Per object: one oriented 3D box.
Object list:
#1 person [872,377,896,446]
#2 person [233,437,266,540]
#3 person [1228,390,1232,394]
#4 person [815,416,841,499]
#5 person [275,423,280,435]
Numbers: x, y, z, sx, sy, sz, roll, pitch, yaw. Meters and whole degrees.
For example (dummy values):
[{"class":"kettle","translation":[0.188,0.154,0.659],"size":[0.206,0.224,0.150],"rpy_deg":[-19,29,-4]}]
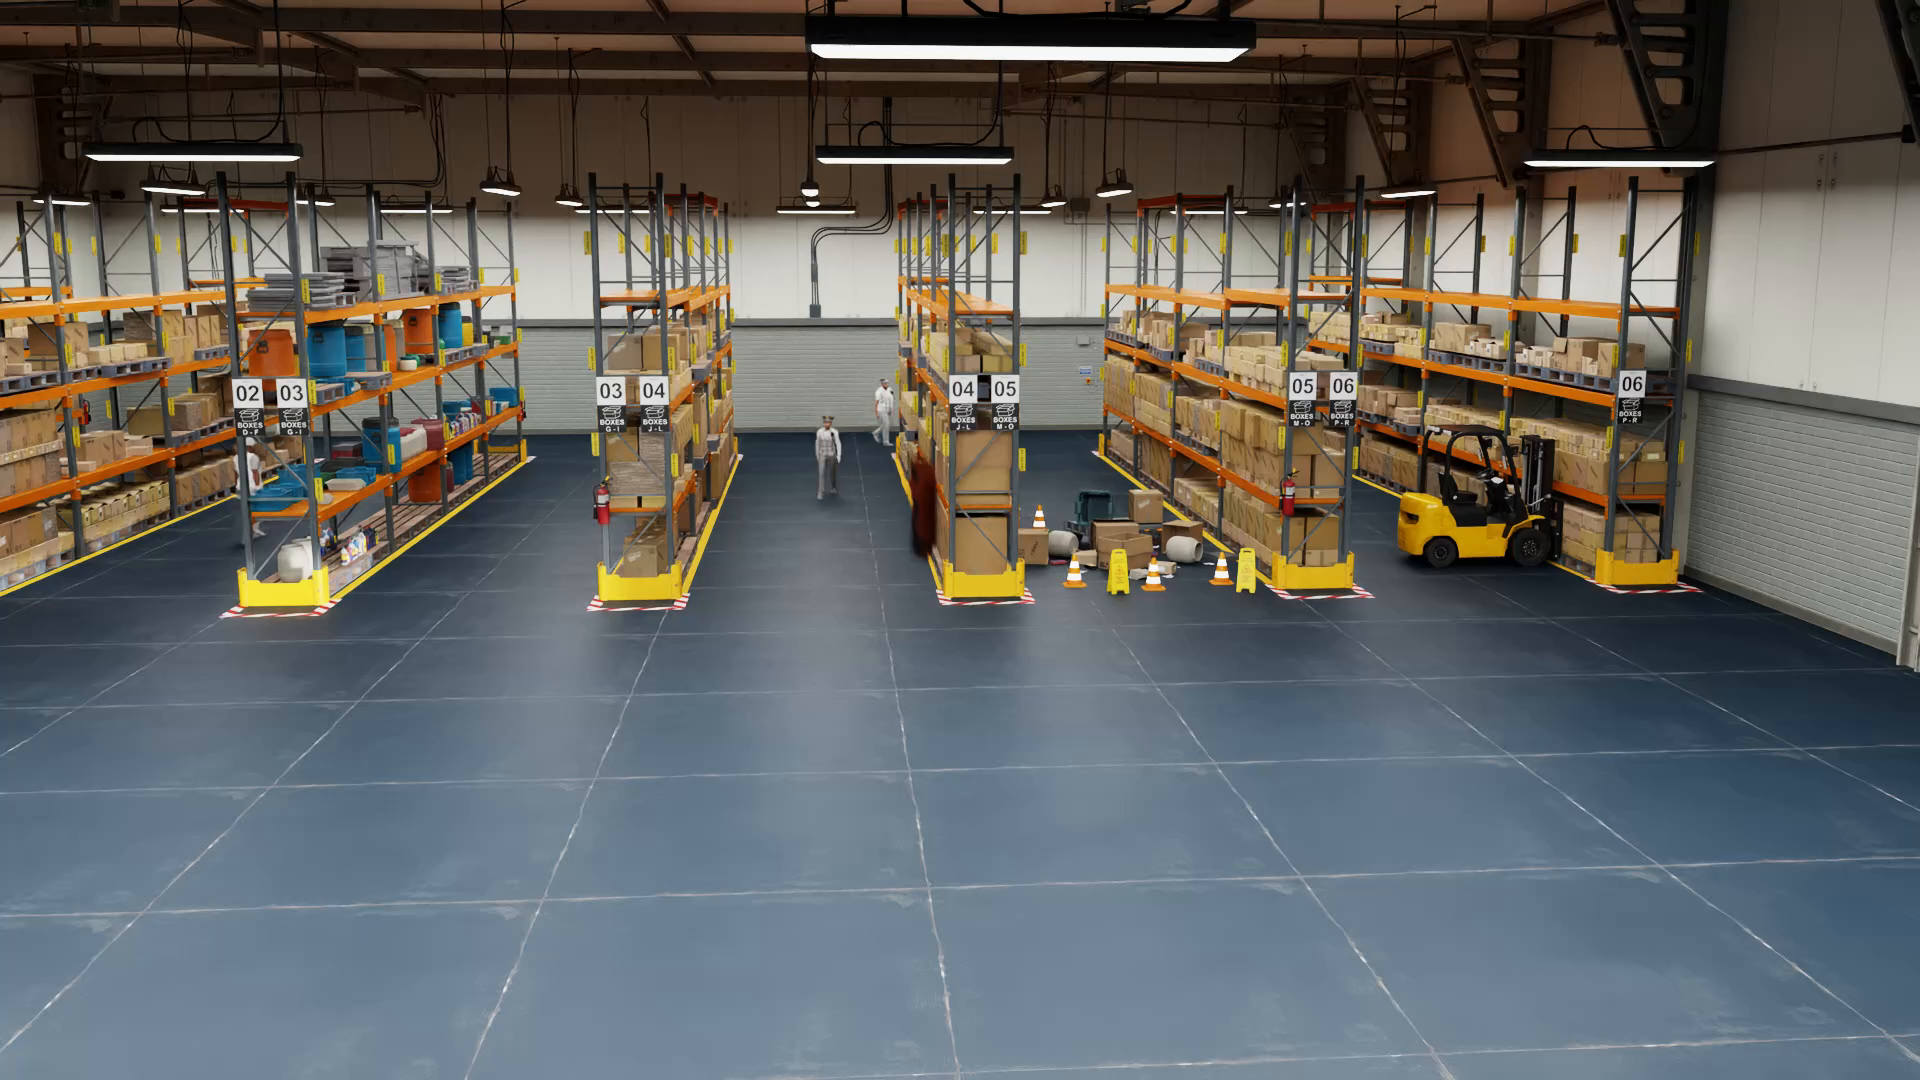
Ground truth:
[{"class":"person","translation":[-1.942,-3.268,42.091],"size":[0.774,1.734,0.535],"rpy_deg":[7,12,34]},{"class":"person","translation":[-12.196,-0.885,28.550],"size":[0.599,1.755,0.546],"rpy_deg":[1,10,6]},{"class":"person","translation":[6.854,-3.315,42.741],"size":[0.752,1.616,0.484],"rpy_deg":[-4,11,-23]},{"class":"person","translation":[-2.662,-1.700,33.508],"size":[0.547,1.639,0.971],"rpy_deg":[1,10,4]},{"class":"person","translation":[-17.106,-3.232,41.862],"size":[1.174,1.704,0.615],"rpy_deg":[10,14,44]}]
